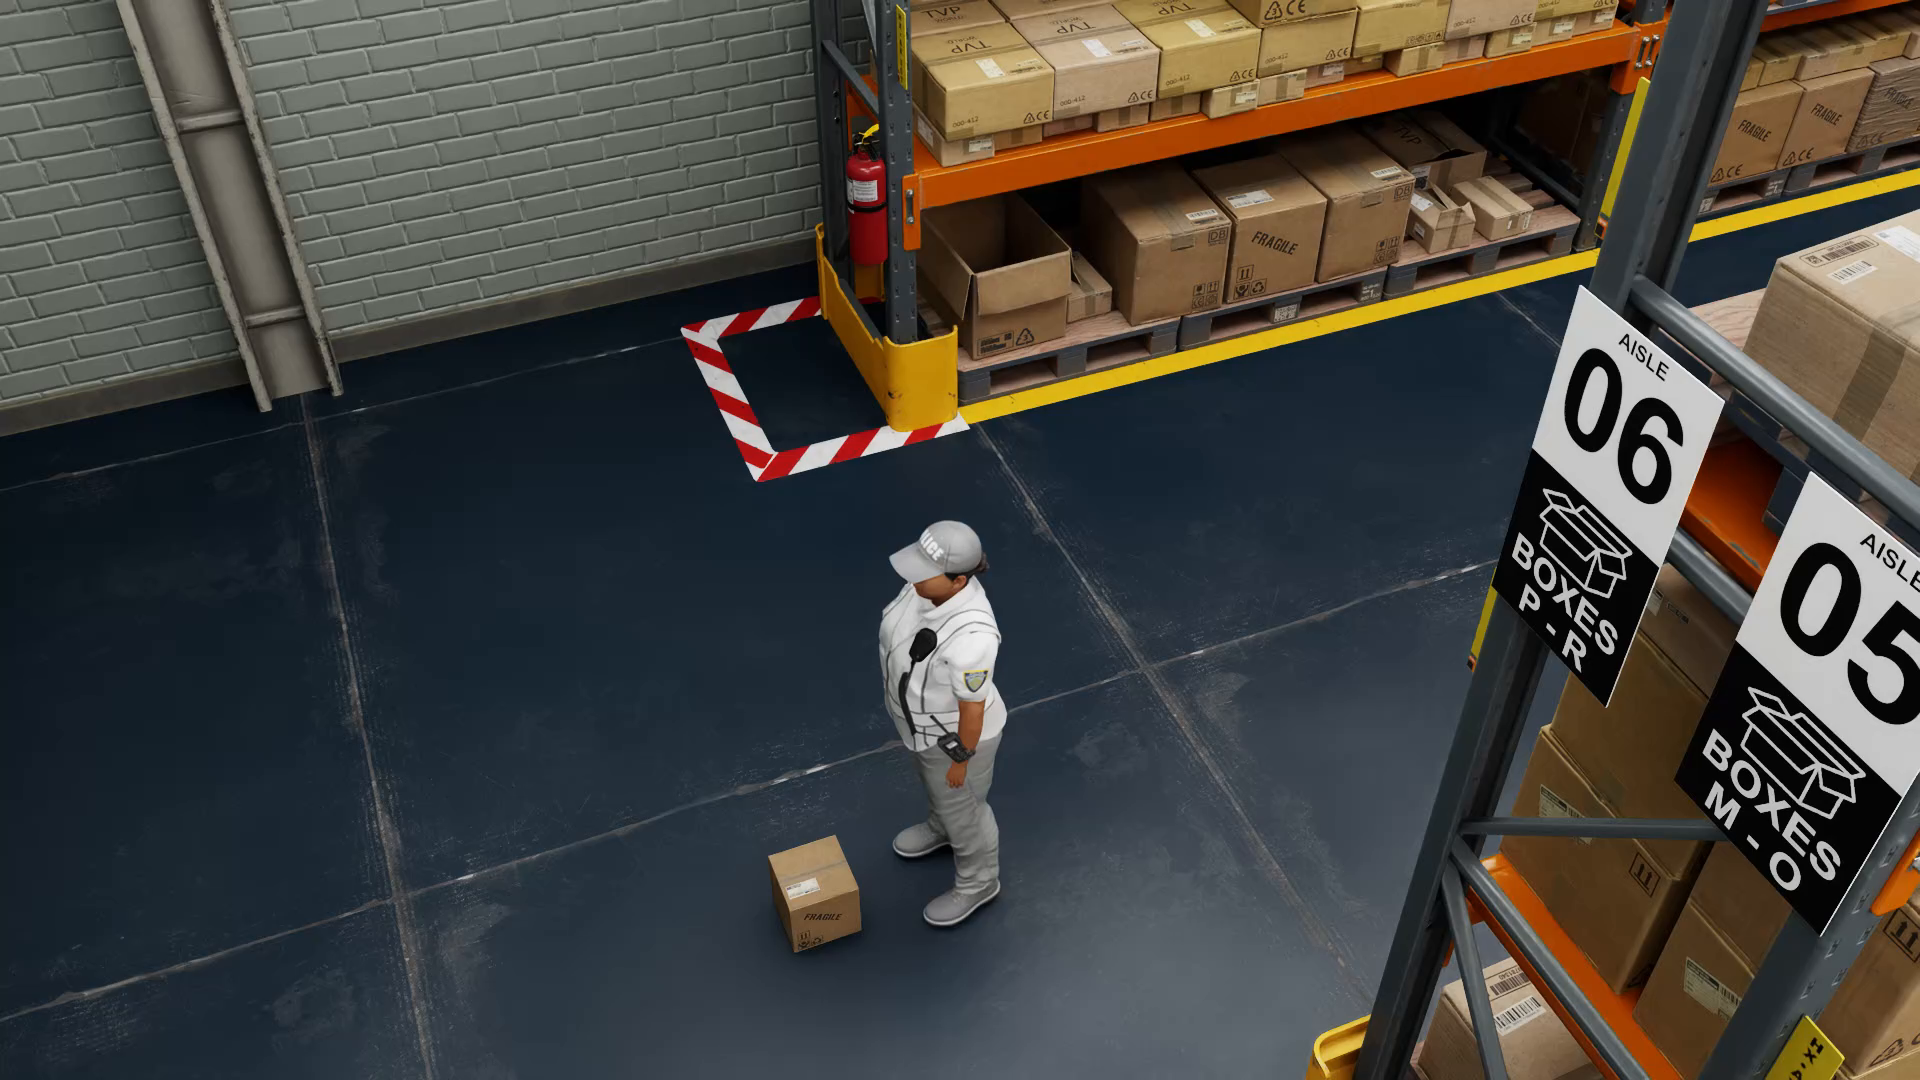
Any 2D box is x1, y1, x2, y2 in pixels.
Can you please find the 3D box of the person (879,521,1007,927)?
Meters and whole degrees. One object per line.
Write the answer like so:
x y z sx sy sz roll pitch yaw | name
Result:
-0.060 0.592 5.482 0.385 1.670 0.468 -14 44 -15 | person
